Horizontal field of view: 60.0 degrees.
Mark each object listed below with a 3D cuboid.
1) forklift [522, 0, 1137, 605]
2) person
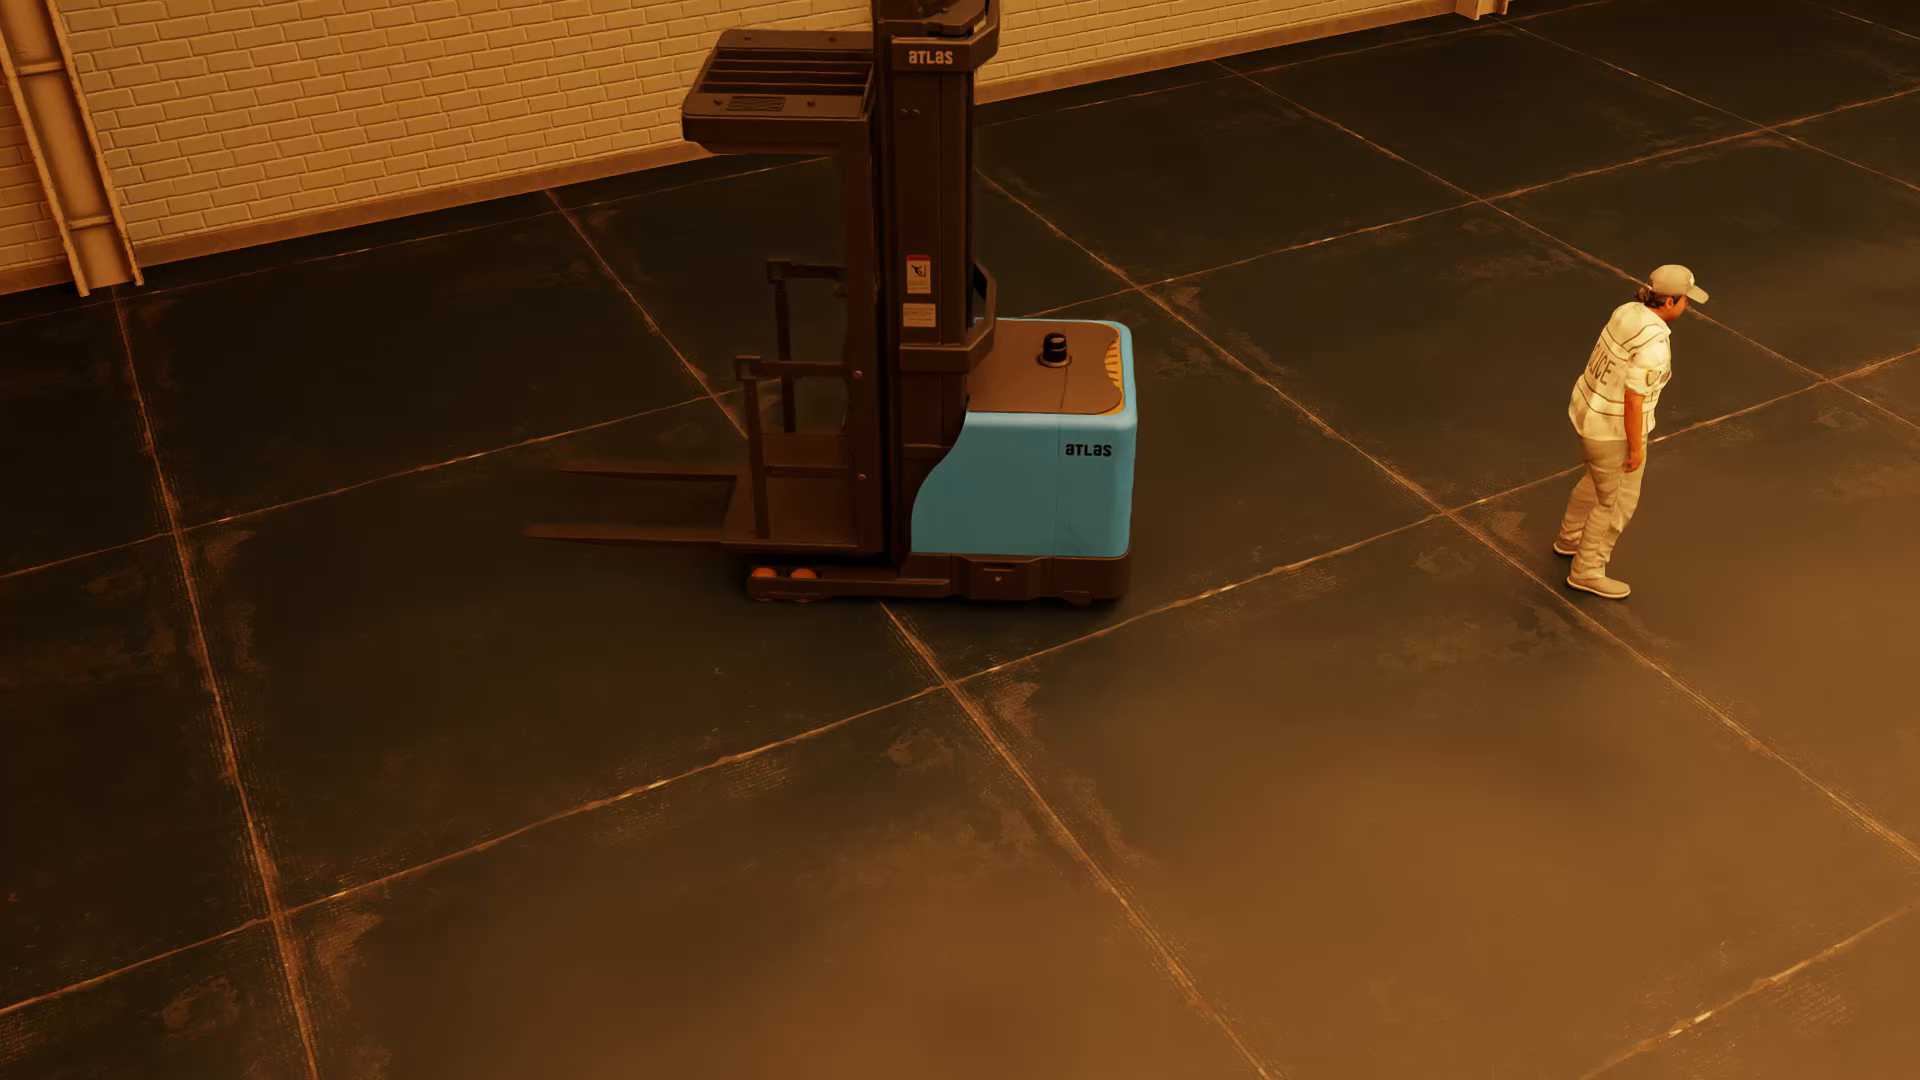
[{"bbox_3d":[-0.664,-1.191,7.808,3.031,2.935,1.130,2,35,2],"label":"forklift"},{"bbox_3d":[3.184,-0.543,7.991,0.470,1.664,0.550,2,35,3],"label":"person"}]
